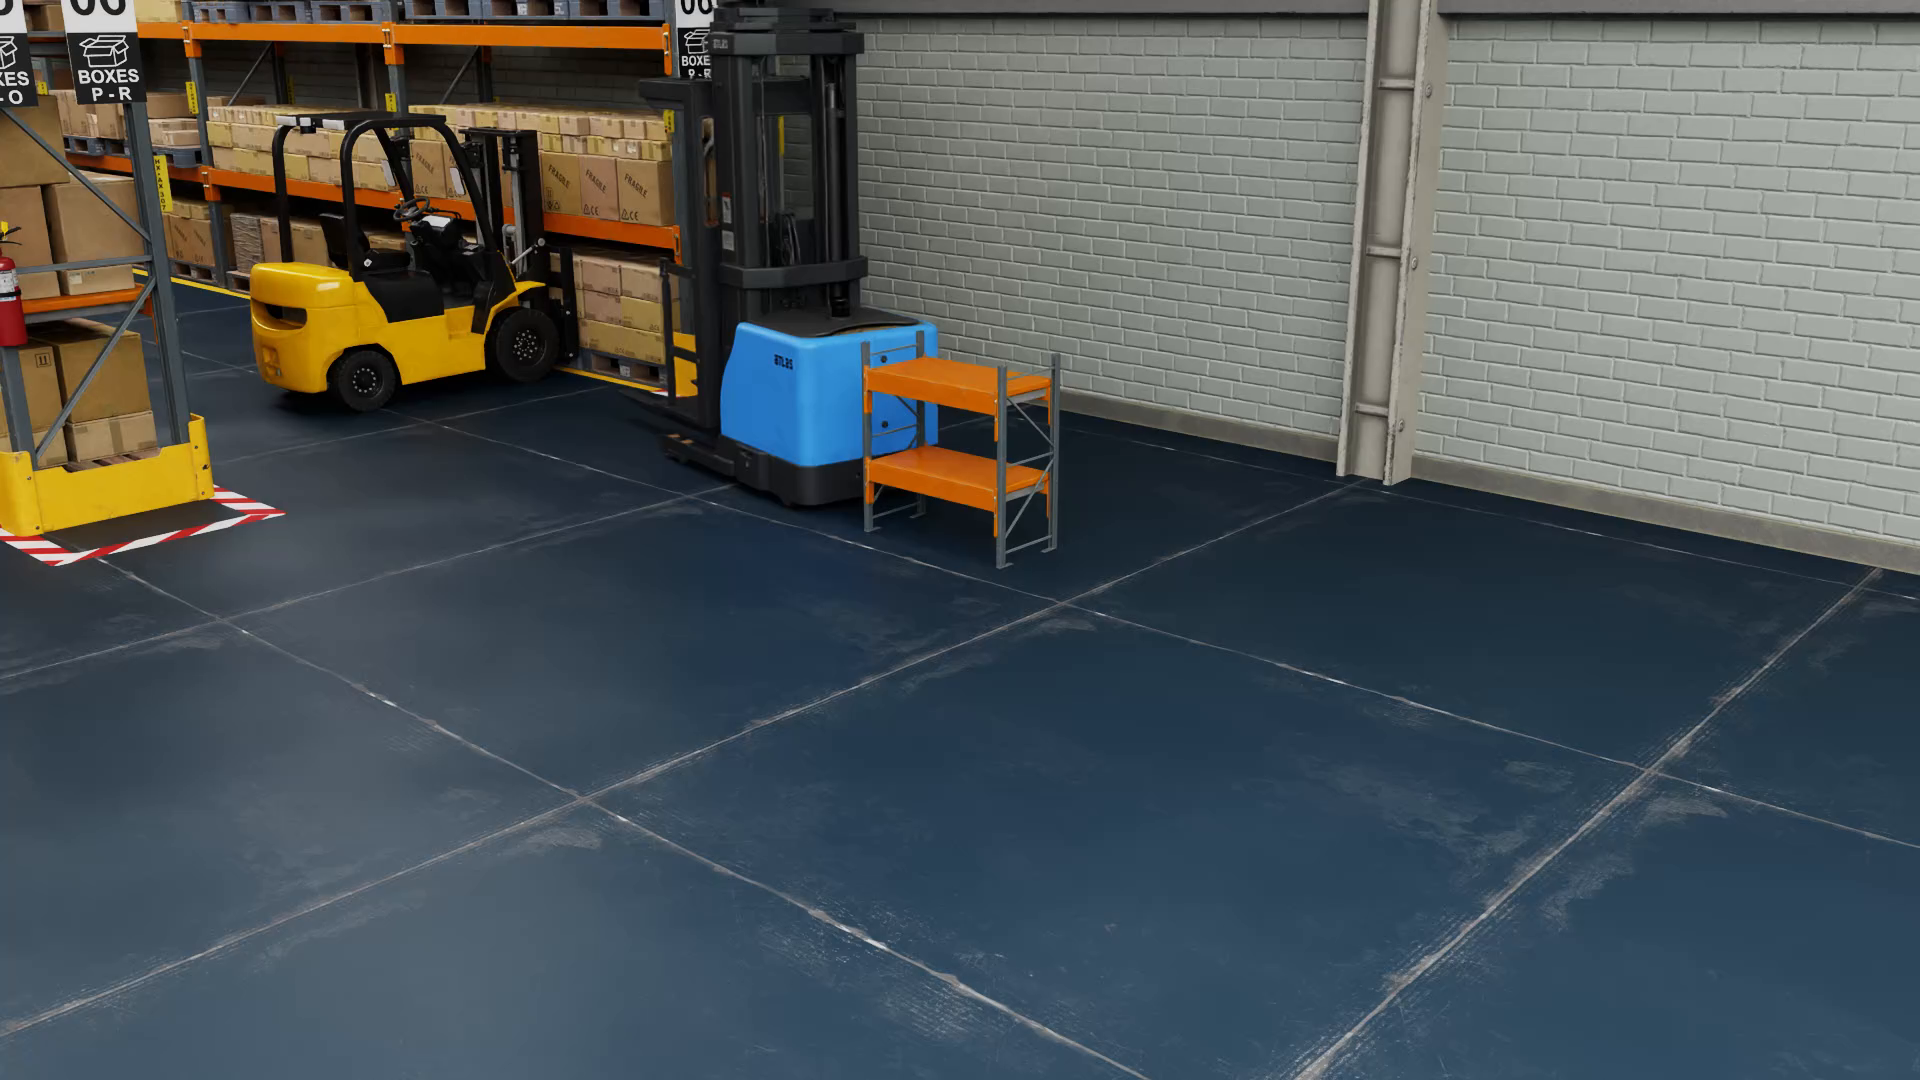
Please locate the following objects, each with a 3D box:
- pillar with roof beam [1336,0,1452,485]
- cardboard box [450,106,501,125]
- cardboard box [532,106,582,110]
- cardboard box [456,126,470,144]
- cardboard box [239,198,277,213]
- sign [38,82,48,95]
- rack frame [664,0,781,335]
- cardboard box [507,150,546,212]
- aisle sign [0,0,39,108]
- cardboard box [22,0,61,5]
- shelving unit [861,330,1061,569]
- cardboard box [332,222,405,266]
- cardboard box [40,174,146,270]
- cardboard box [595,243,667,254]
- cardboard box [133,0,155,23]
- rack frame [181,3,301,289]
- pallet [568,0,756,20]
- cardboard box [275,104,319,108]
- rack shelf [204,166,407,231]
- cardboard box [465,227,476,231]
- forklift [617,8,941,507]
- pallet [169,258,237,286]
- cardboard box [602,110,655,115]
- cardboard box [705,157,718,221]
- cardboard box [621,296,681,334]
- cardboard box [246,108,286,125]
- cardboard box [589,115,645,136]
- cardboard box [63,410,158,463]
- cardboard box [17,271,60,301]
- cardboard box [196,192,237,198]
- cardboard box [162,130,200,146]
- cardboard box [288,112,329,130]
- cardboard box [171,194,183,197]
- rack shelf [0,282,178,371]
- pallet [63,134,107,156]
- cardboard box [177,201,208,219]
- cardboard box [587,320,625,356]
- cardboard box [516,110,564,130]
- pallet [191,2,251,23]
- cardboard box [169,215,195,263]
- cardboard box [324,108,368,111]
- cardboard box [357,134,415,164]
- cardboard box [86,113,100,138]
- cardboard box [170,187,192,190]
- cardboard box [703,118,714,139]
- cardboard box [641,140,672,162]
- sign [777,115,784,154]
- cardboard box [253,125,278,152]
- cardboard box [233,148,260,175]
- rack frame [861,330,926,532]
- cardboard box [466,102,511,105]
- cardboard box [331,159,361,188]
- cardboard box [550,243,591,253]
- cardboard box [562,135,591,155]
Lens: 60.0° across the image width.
[{"bbox_3d":[-0.132,-3.740,6.520,0.400,9.000,9.100,15,23,39],"label":"pillar with roof beam"},{"bbox_3d":[-4.337,-3.805,14.913,0.250,0.149,0.380,14,23,38],"label":"cardboard box"},{"bbox_3d":[-3.615,-3.819,14.957,0.250,0.149,0.380,15,23,38],"label":"cardboard box"},{"bbox_3d":[-4.224,-3.588,14.721,0.250,0.149,0.380,16,23,40],"label":"cardboard box"},{"bbox_3d":[-8.006,-3.815,19.039,0.250,0.149,0.380,17,24,42],"label":"cardboard box"},{"bbox_3d":[-11.169,-5.413,20.279,0.005,0.325,0.100,15,23,39],"label":"sign"},{"bbox_3d":[-1.839,-2.716,13.209,0.127,3.000,1.000,15,23,39],"label":"rack frame"},{"bbox_3d":[-3.530,-3.110,14.287,0.500,0.500,0.500,15,23,40],"label":"cardboard box"},{"bbox_3d":[-5.277,-2.753,9.029,0.004,0.787,0.394,15,23,39],"label":"aisle sign"},{"bbox_3d":[-5.330,-3.253,9.700,0.500,0.250,0.500,15,23,38],"label":"cardboard box"},{"bbox_3d":[-0.005,-0.538,9.446,1.048,1.125,0.538,15,23,39],"label":"shelving unit"},{"bbox_3d":[-5.804,-2.847,16.854,0.625,0.625,0.875,15,23,39],"label":"cardboard box"},{"bbox_3d":[-5.301,-1.939,10.106,0.500,0.500,0.500,15,23,38],"label":"cardboard box"},{"bbox_3d":[-2.816,-2.423,14.487,0.500,0.250,0.500,15,23,39],"label":"cardboard box"},{"bbox_3d":[-8.744,-5.829,18.309,0.500,0.250,0.500,15,23,39],"label":"cardboard box"},{"bbox_3d":[-7.823,-4.322,18.271,0.127,3.000,1.000,15,23,39],"label":"rack frame"},{"bbox_3d":[-2.351,-4.251,13.235,1.213,0.211,1.003,15,23,39],"label":"pallet"},{"bbox_3d":[-7.175,-4.632,18.010,0.250,0.149,0.380,16,23,41],"label":"cardboard box"},{"bbox_3d":[-6.327,-3.577,17.114,4.000,0.370,1.077,15,23,39],"label":"rack shelf"},{"bbox_3d":[-4.334,-2.830,15.768,0.500,0.250,0.500,16,23,40],"label":"cardboard box"},{"bbox_3d":[-1.395,-1.987,11.027,1.130,2.935,3.031,-12,21,-34],"label":"forklift"},{"bbox_3d":[-8.356,-3.151,19.192,1.213,0.211,1.003,15,23,39],"label":"pallet"},{"bbox_3d":[-2.849,-3.615,14.315,0.250,0.149,0.380,14,23,38],"label":"cardboard box"},{"bbox_3d":[-2.025,-2.925,13.706,0.500,0.500,0.500,16,24,41],"label":"cardboard box"},{"bbox_3d":[-2.411,-1.870,13.571,0.500,0.250,0.500,15,23,39],"label":"cardboard box"},{"bbox_3d":[-7.166,-4.399,17.277,0.250,0.149,0.380,15,23,40],"label":"cardboard box"},{"bbox_3d":[-2.803,-3.394,13.618,0.250,0.149,0.380,15,23,40],"label":"cardboard box"},{"bbox_3d":[-5.551,-0.706,10.728,0.500,0.250,0.500,15,23,39],"label":"cardboard box"},{"bbox_3d":[-5.553,-1.499,9.791,0.250,0.149,0.380,16,24,41],"label":"cardboard box"},{"bbox_3d":[-8.795,-4.023,19.696,0.250,0.149,0.380,14,23,38],"label":"cardboard box"},{"bbox_3d":[-8.569,-4.447,18.387,0.250,0.149,0.380,16,23,40],"label":"cardboard box"},{"bbox_3d":[-6.459,-4.179,16.584,0.250,0.149,0.380,14,23,38],"label":"cardboard box"},{"bbox_3d":[-9.333,-3.954,19.478,0.250,0.149,0.380,14,22,37],"label":"cardboard box"},{"bbox_3d":[-6.627,-1.650,11.043,4.000,0.370,1.077,15,23,39],"label":"rack shelf"},{"bbox_3d":[-10.289,-4.848,20.247,1.213,0.211,1.003,15,23,39],"label":"pallet"},{"bbox_3d":[-8.585,-3.729,18.770,0.250,0.149,0.380,14,22,36],"label":"cardboard box"},{"bbox_3d":[-2.766,-1.730,13.955,0.500,0.250,0.500,15,23,39],"label":"cardboard box"},{"bbox_3d":[-3.575,-3.599,14.265,0.250,0.149,0.380,15,23,39],"label":"cardboard box"},{"bbox_3d":[-7.256,-5.545,17.480,1.003,0.211,1.213,16,24,42],"label":"pallet"},{"bbox_3d":[-8.649,-3.470,19.024,0.500,0.500,0.500,15,23,38],"label":"cardboard box"},{"bbox_3d":[-6.406,-4.431,17.378,0.250,0.149,0.380,15,23,38],"label":"cardboard box"},{"bbox_3d":[-5.368,-3.726,15.816,0.500,0.250,0.500,14,23,38],"label":"cardboard box"},{"bbox_3d":[-10.030,-4.895,19.606,0.258,0.266,0.396,17,24,42],"label":"cardboard box"},{"bbox_3d":[-9.581,-4.223,20.325,0.250,0.149,0.380,16,24,41],"label":"cardboard box"},{"bbox_3d":[-1.949,-3.330,13.416,0.250,0.149,0.380,14,23,38],"label":"cardboard box"},{"bbox_3d":[-2.284,-3.079,13.116,0.250,0.149,0.380,15,23,40],"label":"cardboard box"},{"bbox_3d":[-1.466,-3.290,13.458,0.005,0.325,0.100,15,23,39],"label":"sign"},{"bbox_3d":[-6.900,-4.134,17.101,0.500,0.250,0.500,14,23,38],"label":"cardboard box"},{"bbox_3d":[-7.280,-4.004,17.517,0.500,0.250,0.500,14,23,38],"label":"cardboard box"},{"bbox_3d":[-0.385,-0.640,9.767,0.032,1.125,0.500,15,23,39],"label":"rack frame"},{"bbox_3d":[-4.392,-4.022,15.595,0.250,0.149,0.380,15,23,39],"label":"cardboard box"},{"bbox_3d":[-5.761,-3.589,16.209,0.500,0.250,0.500,15,23,39],"label":"cardboard box"},{"bbox_3d":[-3.534,-2.407,14.437,0.500,0.250,0.500,14,23,38],"label":"cardboard box"},{"bbox_3d":[-3.058,-3.284,13.764,0.250,0.149,0.380,14,22,38],"label":"cardboard box"}]
